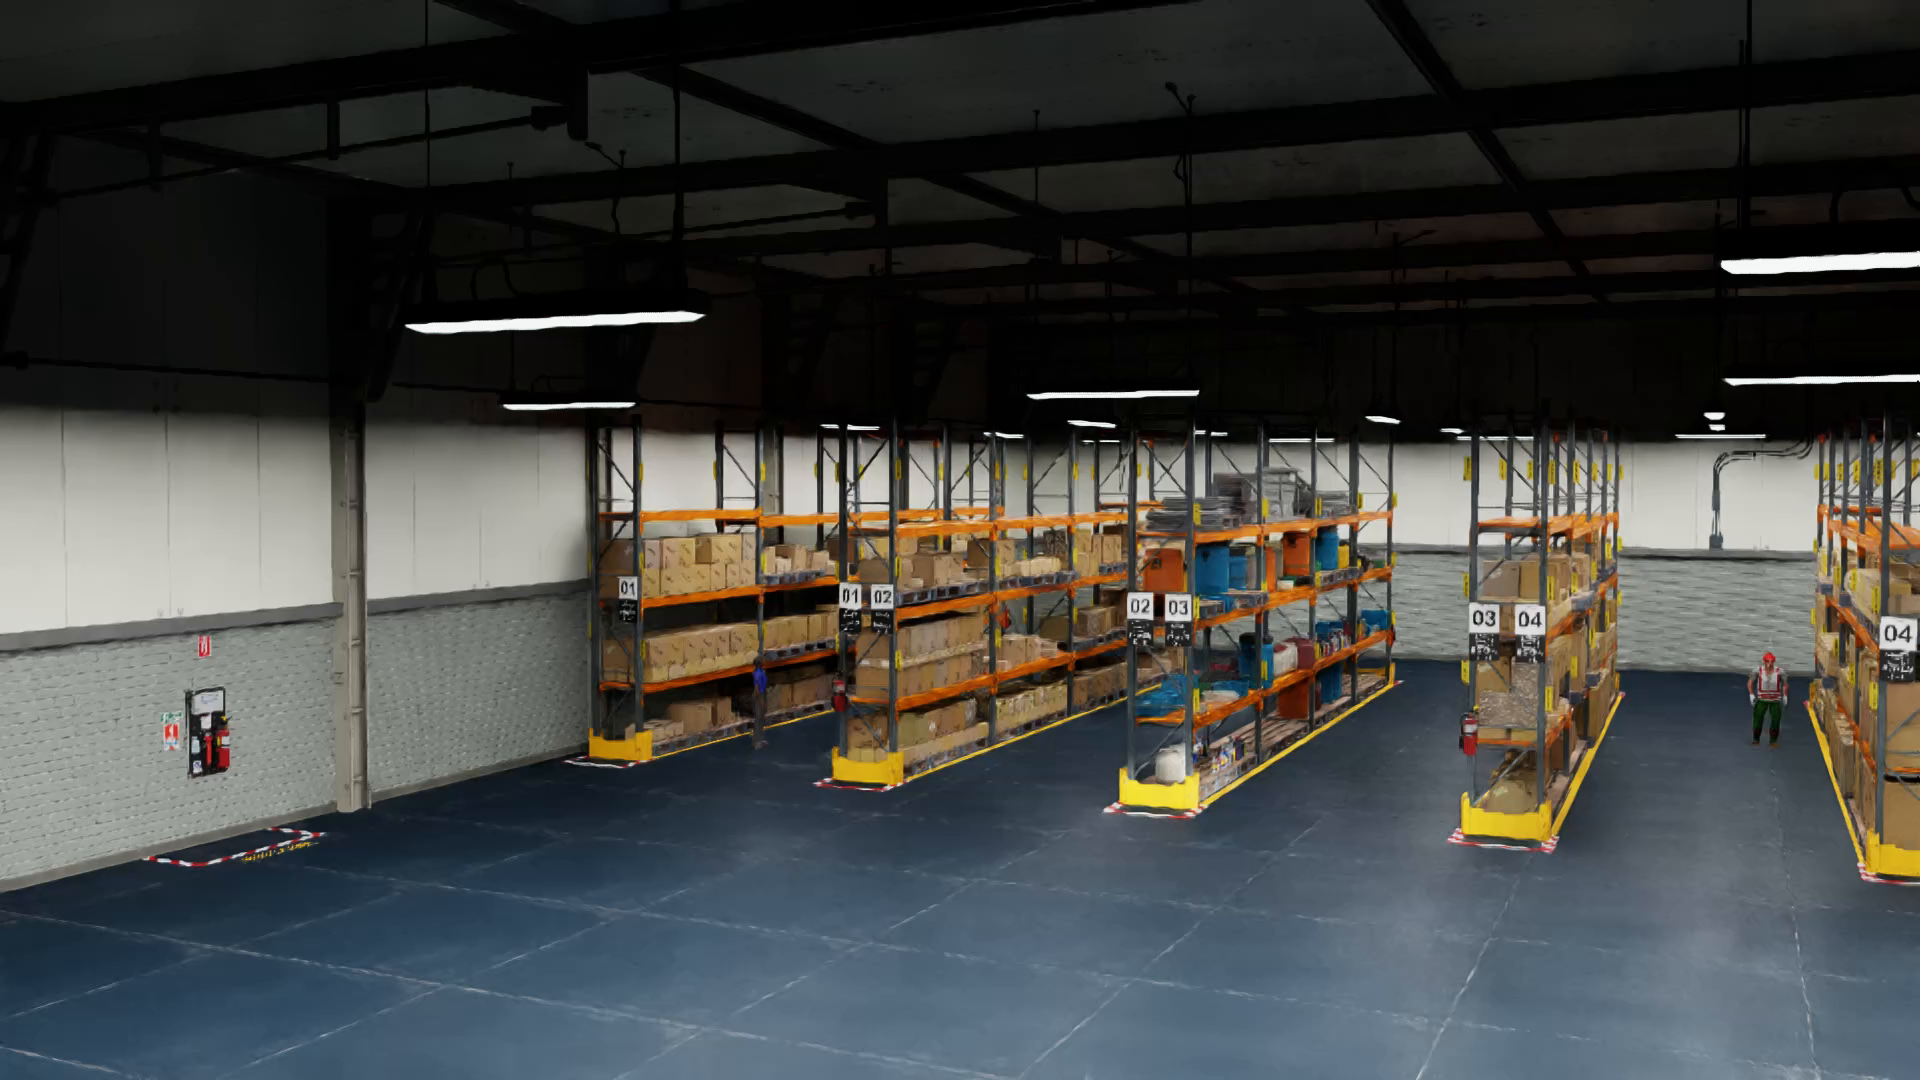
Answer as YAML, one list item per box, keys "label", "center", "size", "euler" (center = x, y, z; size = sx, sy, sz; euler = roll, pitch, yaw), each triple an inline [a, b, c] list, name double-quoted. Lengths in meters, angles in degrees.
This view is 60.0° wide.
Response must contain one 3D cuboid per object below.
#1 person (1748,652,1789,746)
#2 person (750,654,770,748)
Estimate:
- label: "person"
  center: [14.682, 2.896, 30.216]
  size: [0.678, 1.741, 0.546]
  euler: [1, 3, 25]
- label: "person"
  center: [-3.644, 2.957, 30.351]
  size: [0.352, 1.711, 0.526]
  euler: [0, 2, -4]
